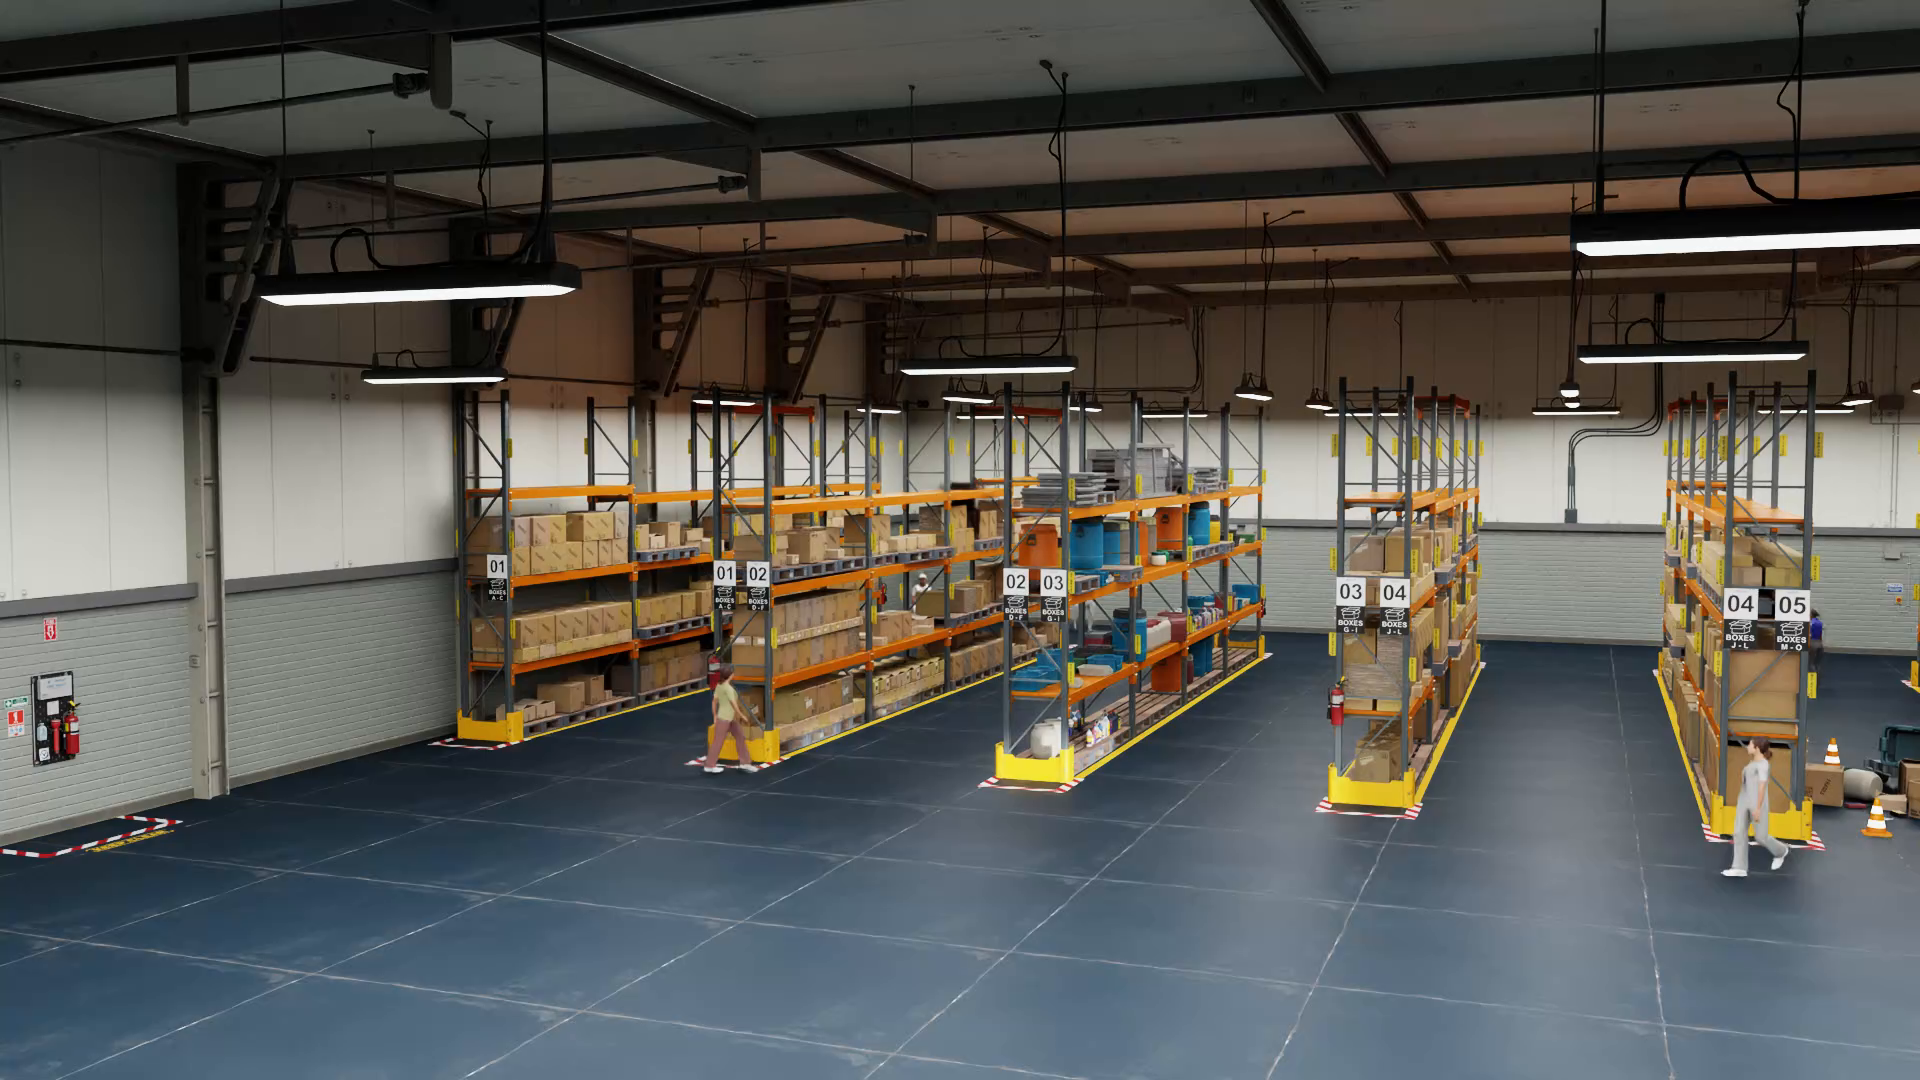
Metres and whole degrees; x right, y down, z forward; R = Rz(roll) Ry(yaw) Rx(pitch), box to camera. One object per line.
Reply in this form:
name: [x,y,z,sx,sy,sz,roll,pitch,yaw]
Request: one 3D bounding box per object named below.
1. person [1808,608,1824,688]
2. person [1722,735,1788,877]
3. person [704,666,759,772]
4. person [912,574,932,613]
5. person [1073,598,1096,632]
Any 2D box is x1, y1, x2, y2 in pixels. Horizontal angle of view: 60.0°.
person: [17.860,2.267,34.791,0.476,1.664,0.353,-2,4,-27]
person: [9.316,3.102,19.427,0.823,1.651,0.427,-2,4,-29]
person: [-3.520,2.761,25.508,0.839,1.658,0.431,0,3,-4]
person: [-0.924,1.743,43.329,0.672,1.727,1.041,-1,3,-12]
person: [3.421,1.676,45.111,0.483,1.660,0.651,-2,4,-36]
